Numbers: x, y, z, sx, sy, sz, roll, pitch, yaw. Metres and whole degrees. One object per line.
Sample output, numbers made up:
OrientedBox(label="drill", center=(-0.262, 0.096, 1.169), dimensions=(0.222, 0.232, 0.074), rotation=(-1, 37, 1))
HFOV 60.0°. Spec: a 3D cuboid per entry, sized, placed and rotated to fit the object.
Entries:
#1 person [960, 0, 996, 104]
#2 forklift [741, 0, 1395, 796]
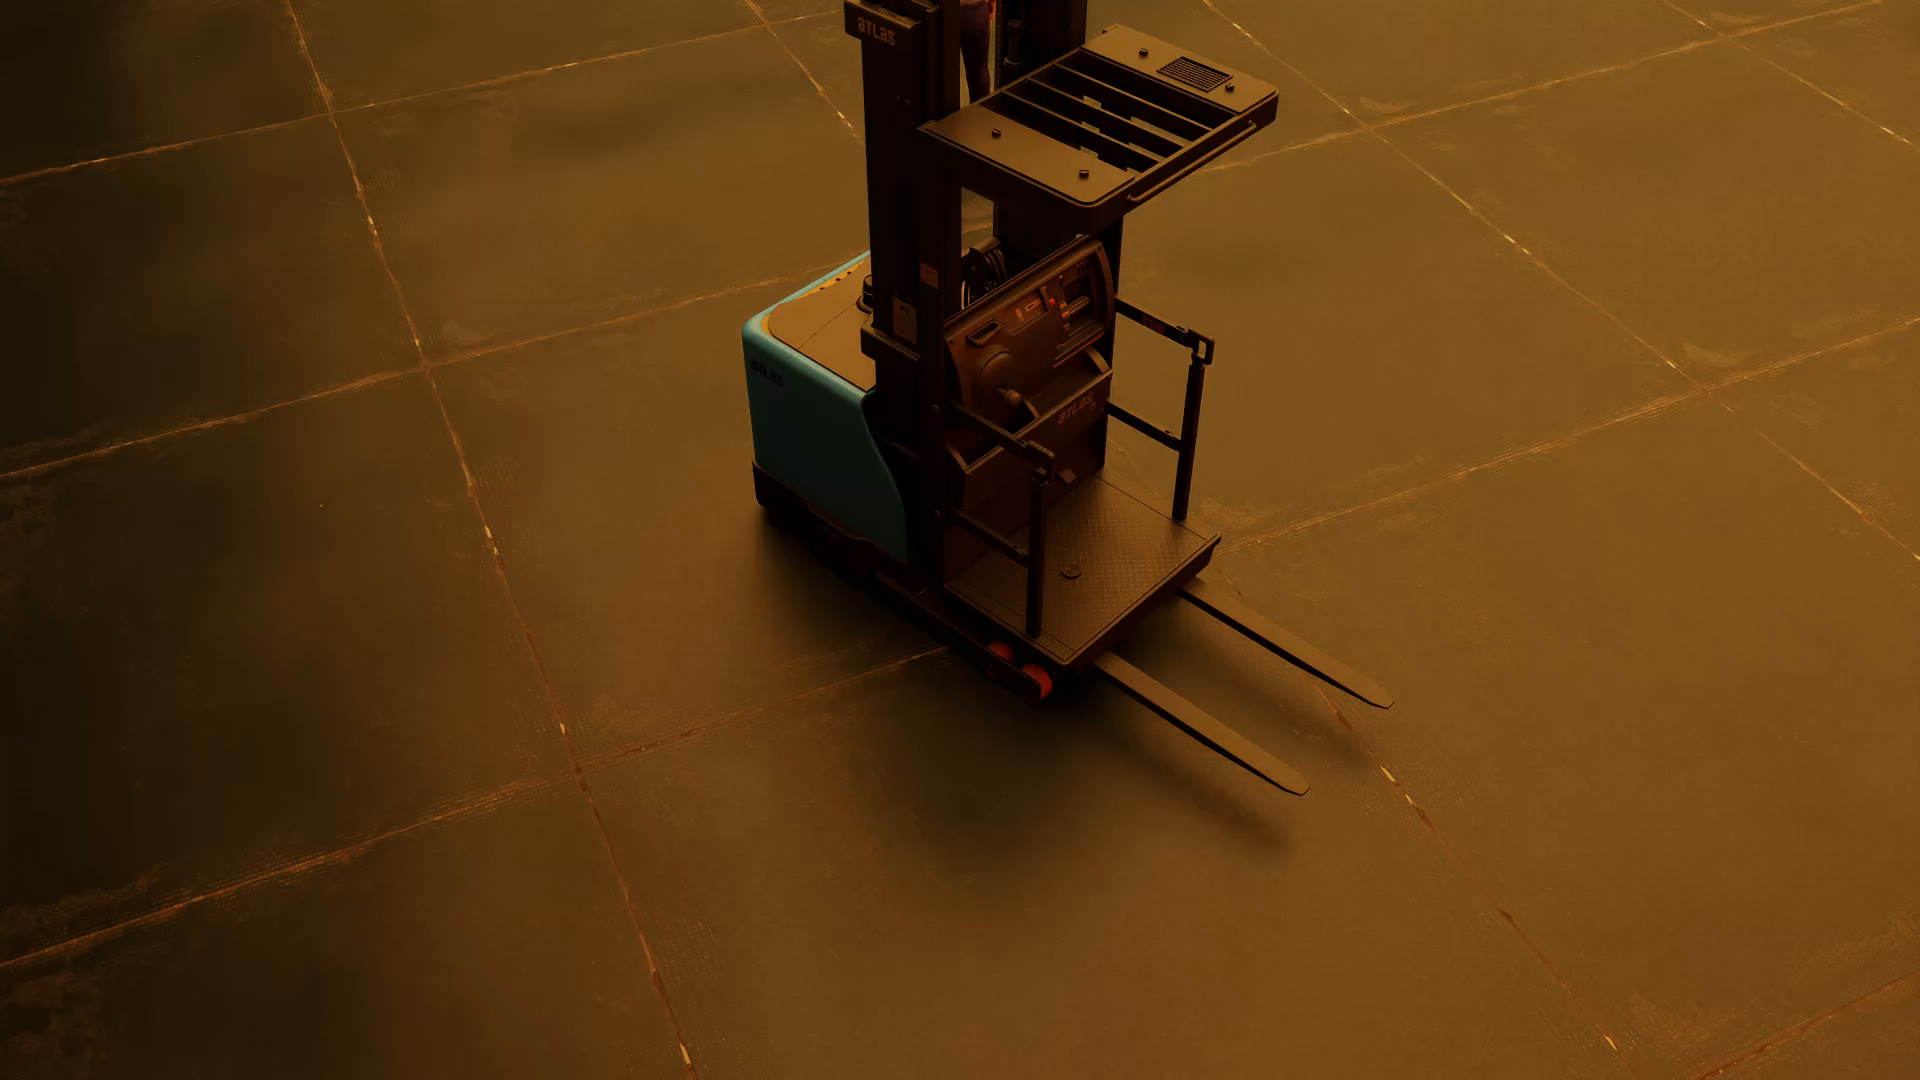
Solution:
OrientedBox(label="person", center=(-0.045, -3.177, 10.015), dimensions=(0.598, 1.651, 0.502), rotation=(-15, 45, -16))
OrientedBox(label="forklift", center=(0.445, -0.788, 6.525), dimensions=(3.031, 2.935, 1.130), rotation=(32, 52, 30))
